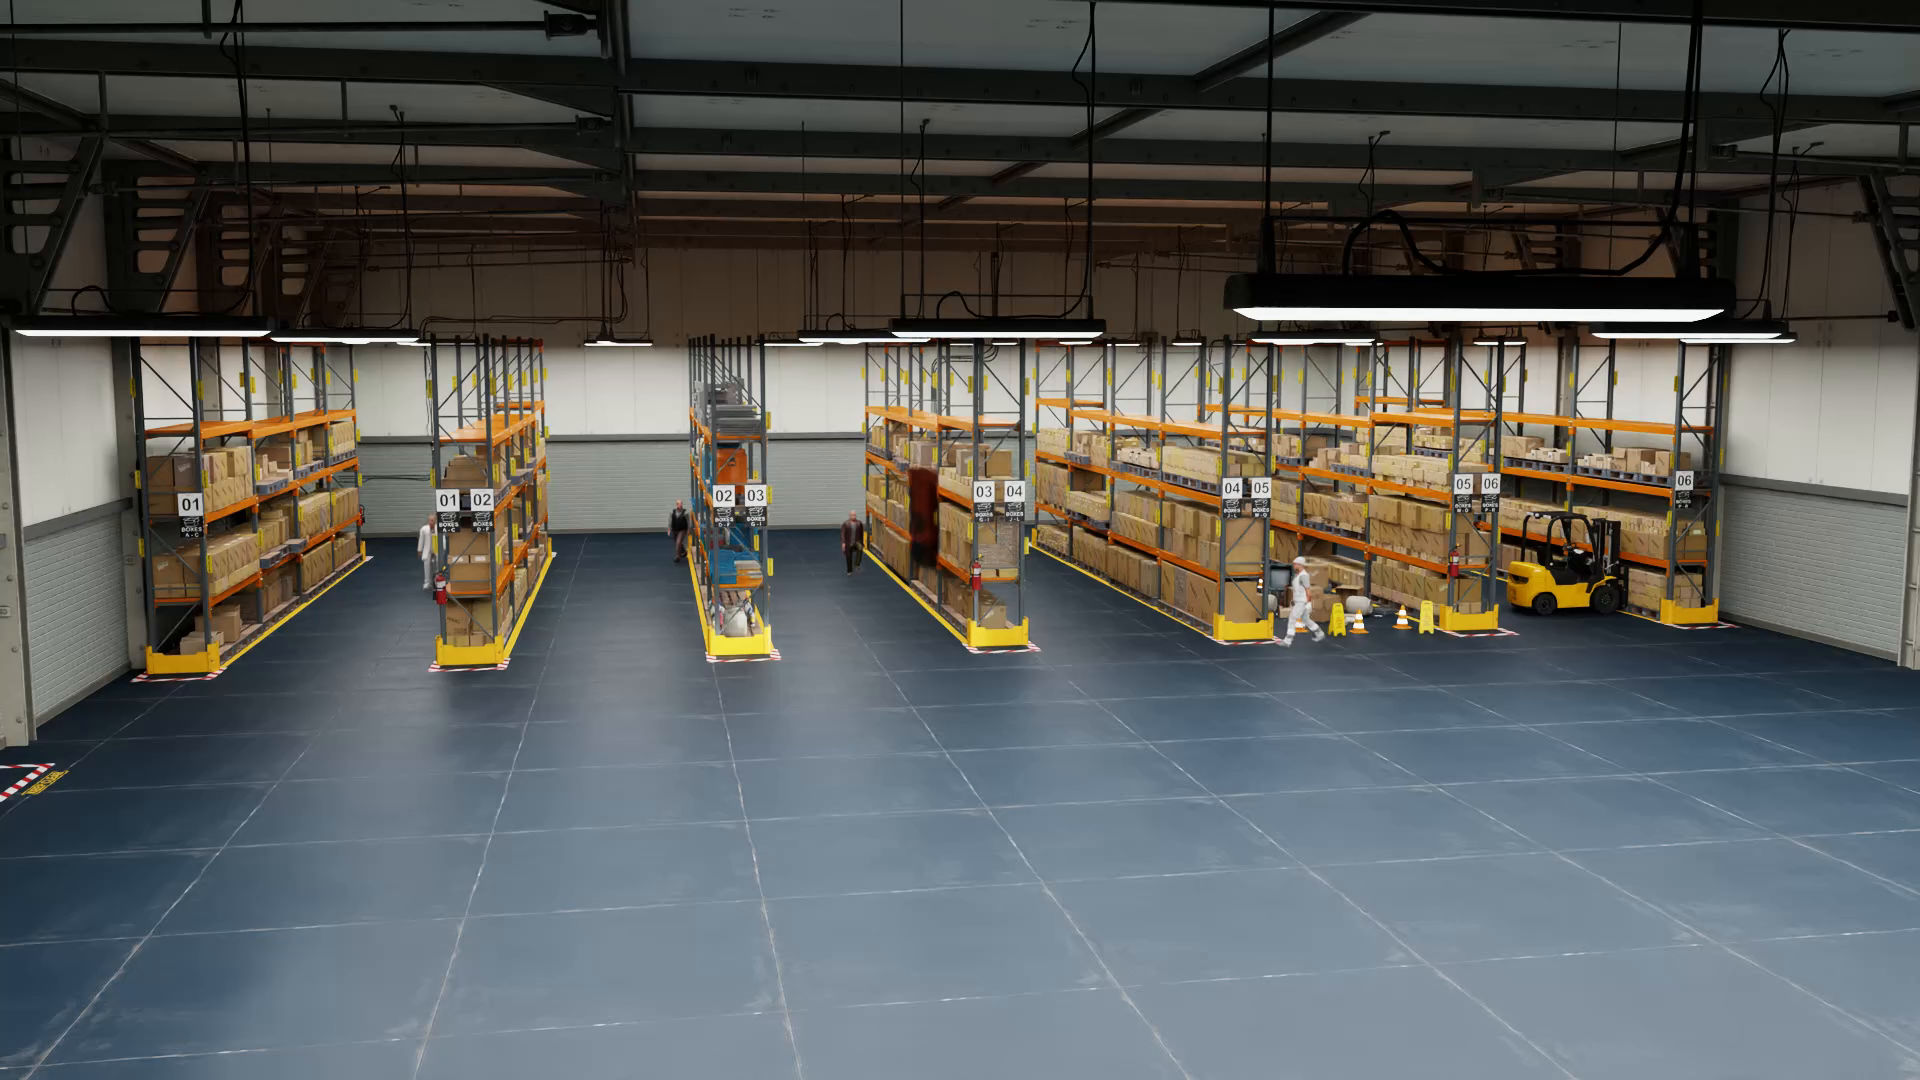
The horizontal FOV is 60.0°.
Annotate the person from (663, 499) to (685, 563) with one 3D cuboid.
[{"bbox_3d":[-7.664,-0.227,44.419,0.541,1.739,0.466,2,7,17],"label":"person"}]

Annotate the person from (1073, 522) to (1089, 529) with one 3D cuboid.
[{"bbox_3d":[3.699,-0.960,50.734,0.501,1.815,0.559,-2,7,-19],"label":"person"}]

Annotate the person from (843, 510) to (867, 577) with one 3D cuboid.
[{"bbox_3d":[-2.591,0.106,41.035,0.609,1.712,0.847,-1,7,-9],"label":"person"}]

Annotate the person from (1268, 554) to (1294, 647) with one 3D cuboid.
[{"bbox_3d":[6.221,1.159,31.936,0.479,1.783,0.522,-1,7,-11],"label":"person"}]

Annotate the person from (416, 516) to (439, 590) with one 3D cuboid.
[{"bbox_3d":[-12.675,0.298,39.689,0.604,1.745,0.908,-2,7,-14],"label":"person"}]
